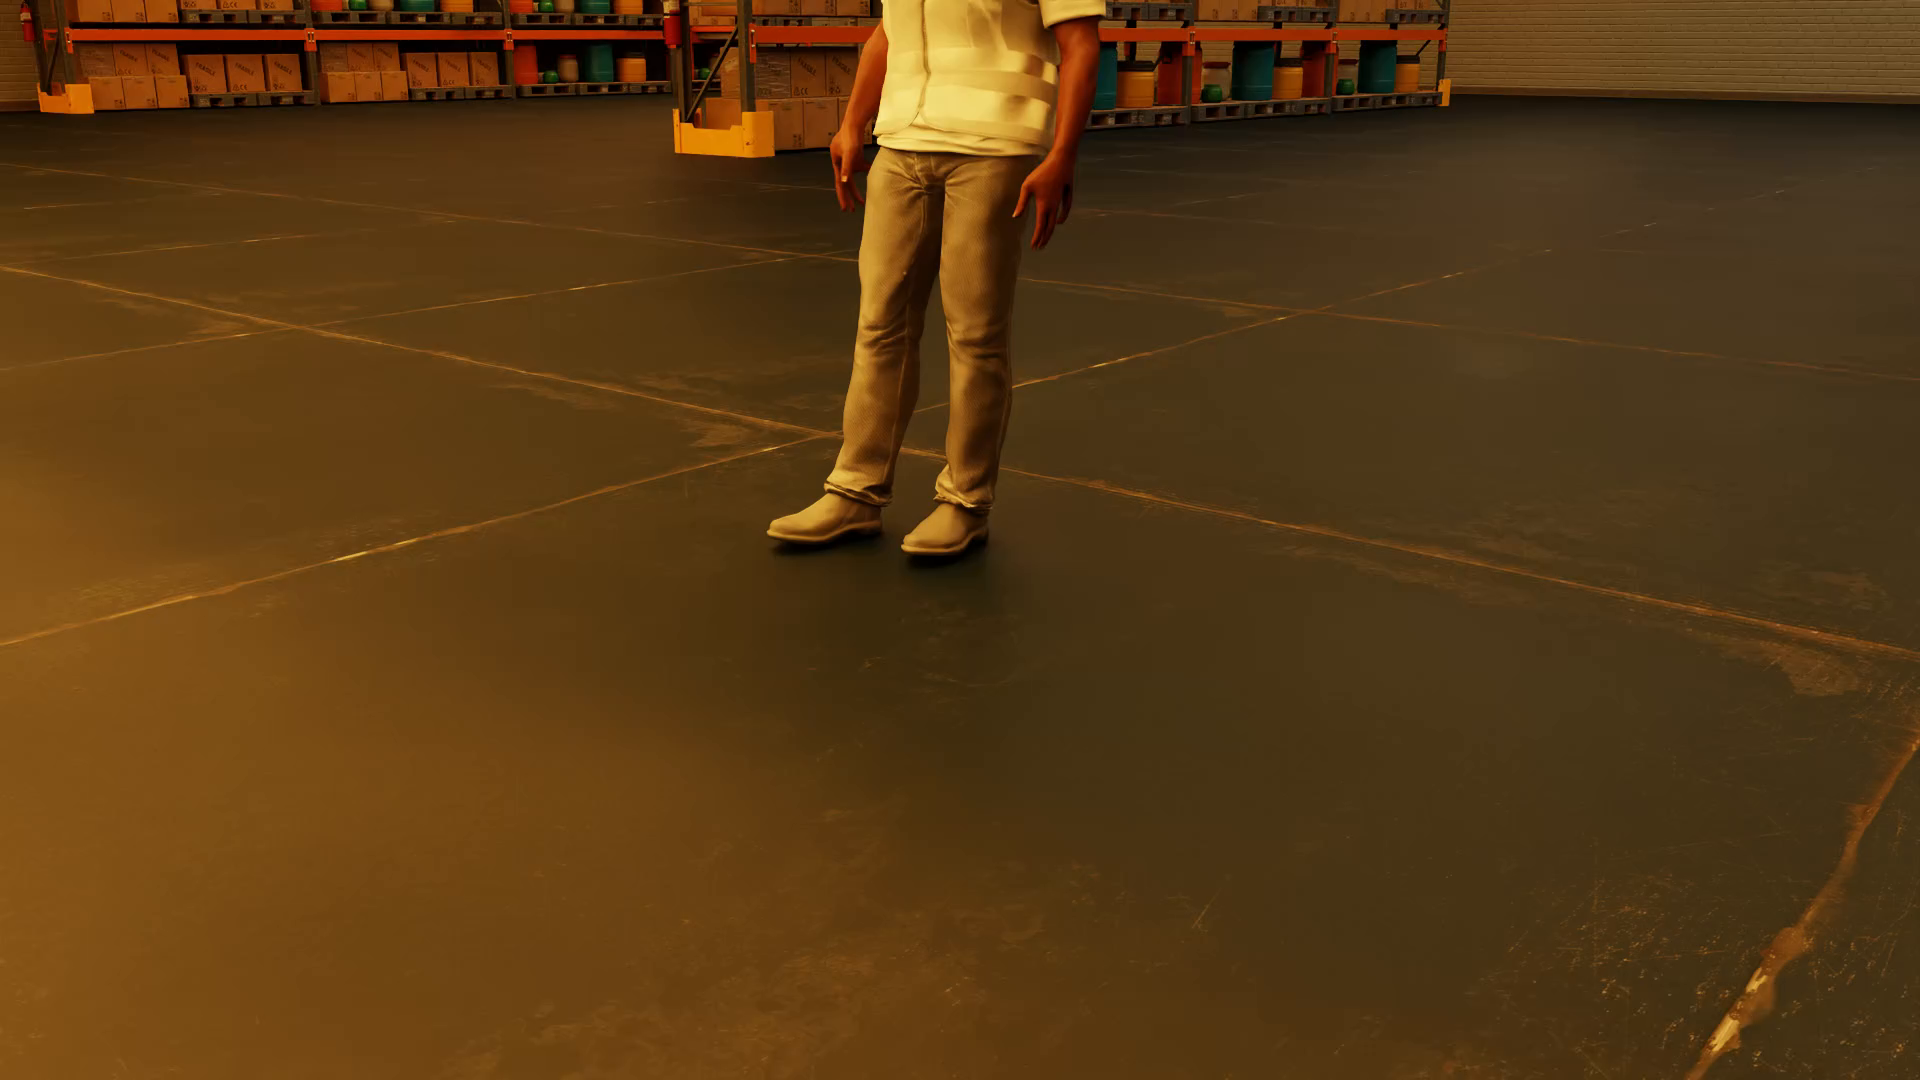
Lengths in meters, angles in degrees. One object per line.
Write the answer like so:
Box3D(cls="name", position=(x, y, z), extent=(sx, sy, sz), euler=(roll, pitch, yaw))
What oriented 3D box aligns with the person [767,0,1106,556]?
Box3D(cls="person", position=(-0.049, -0.837, 3.635), extent=(0.665, 1.768, 0.575), euler=(13, 21, 37))
